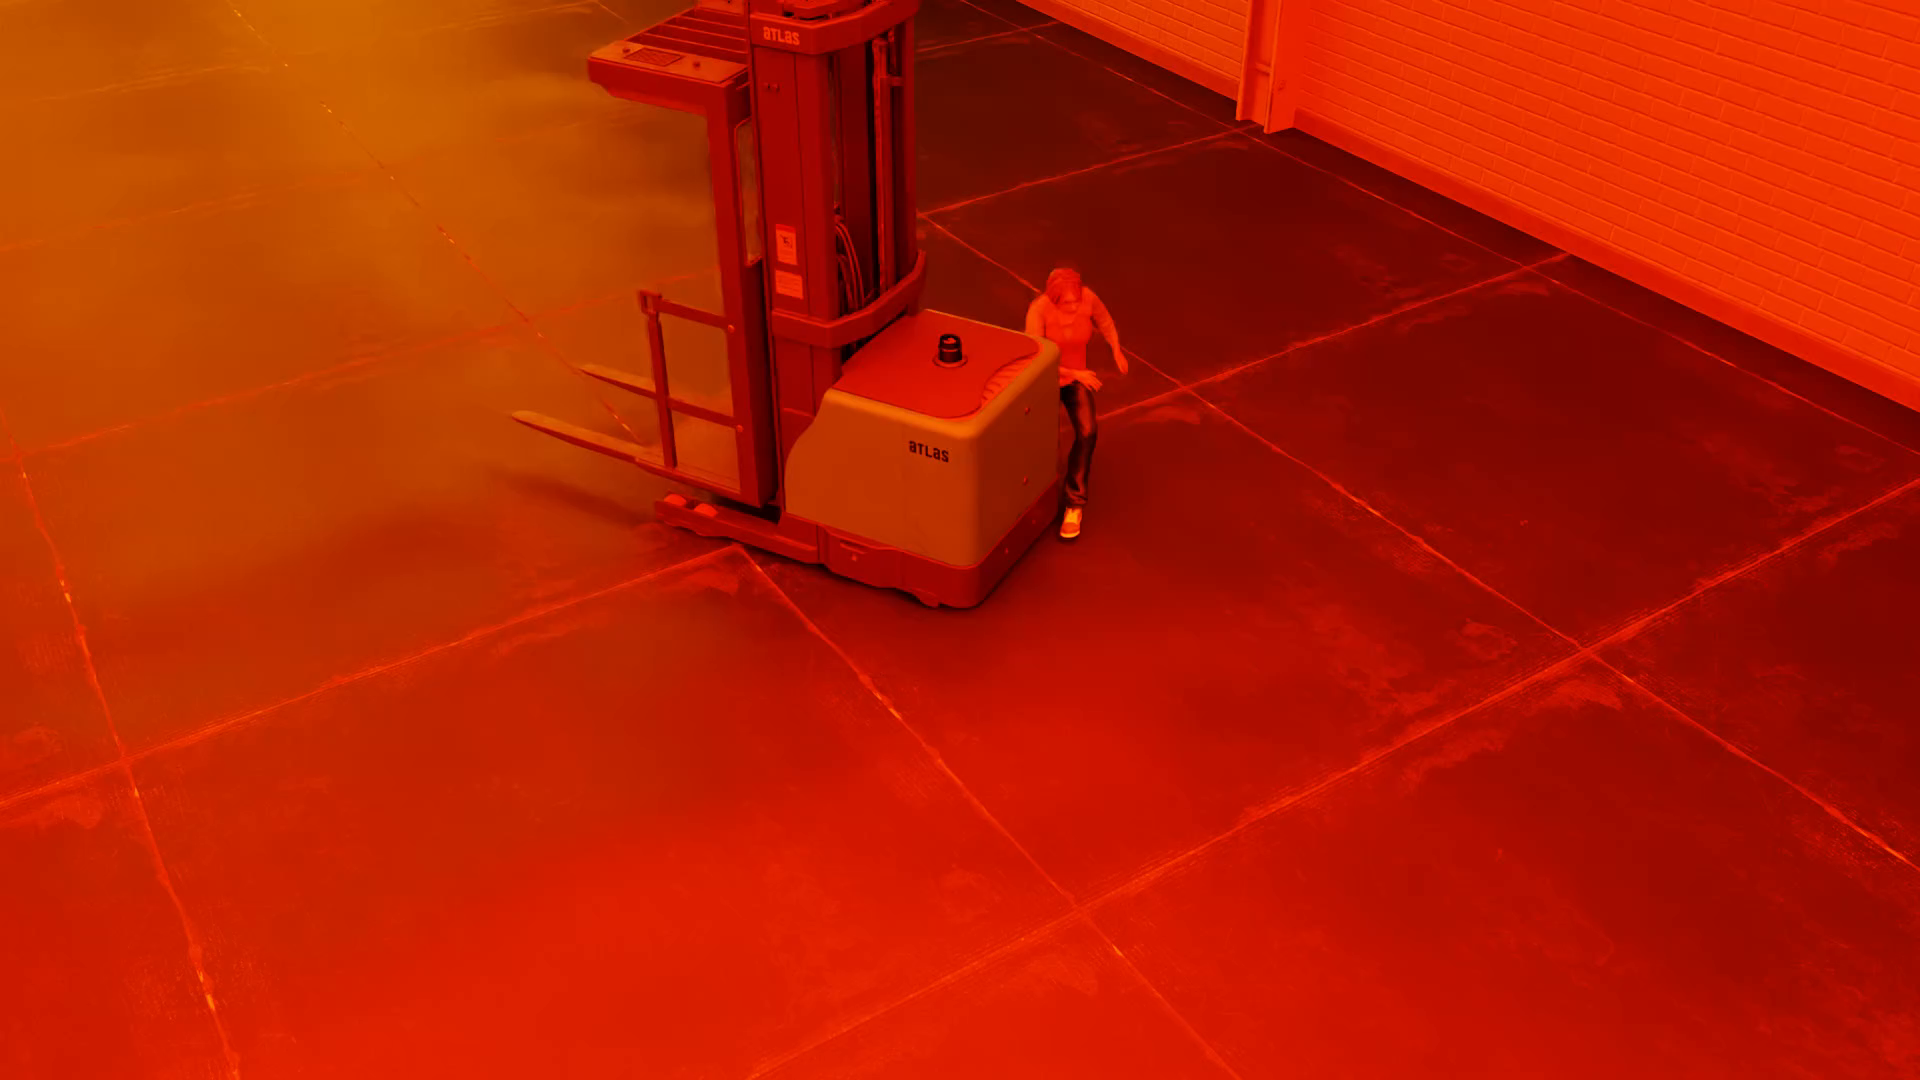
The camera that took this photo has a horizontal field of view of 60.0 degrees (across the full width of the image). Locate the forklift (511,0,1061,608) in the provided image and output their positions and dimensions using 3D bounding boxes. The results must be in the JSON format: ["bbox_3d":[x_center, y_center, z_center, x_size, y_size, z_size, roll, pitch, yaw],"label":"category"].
[{"bbox_3d":[-1.028,-1.466,8.234,3.031,2.935,1.130,17,39,23],"label":"forklift"}]

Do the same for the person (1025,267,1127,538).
[{"bbox_3d":[0.618,-0.756,8.668,0.778,1.372,0.823,-10,36,-14],"label":"person"}]
